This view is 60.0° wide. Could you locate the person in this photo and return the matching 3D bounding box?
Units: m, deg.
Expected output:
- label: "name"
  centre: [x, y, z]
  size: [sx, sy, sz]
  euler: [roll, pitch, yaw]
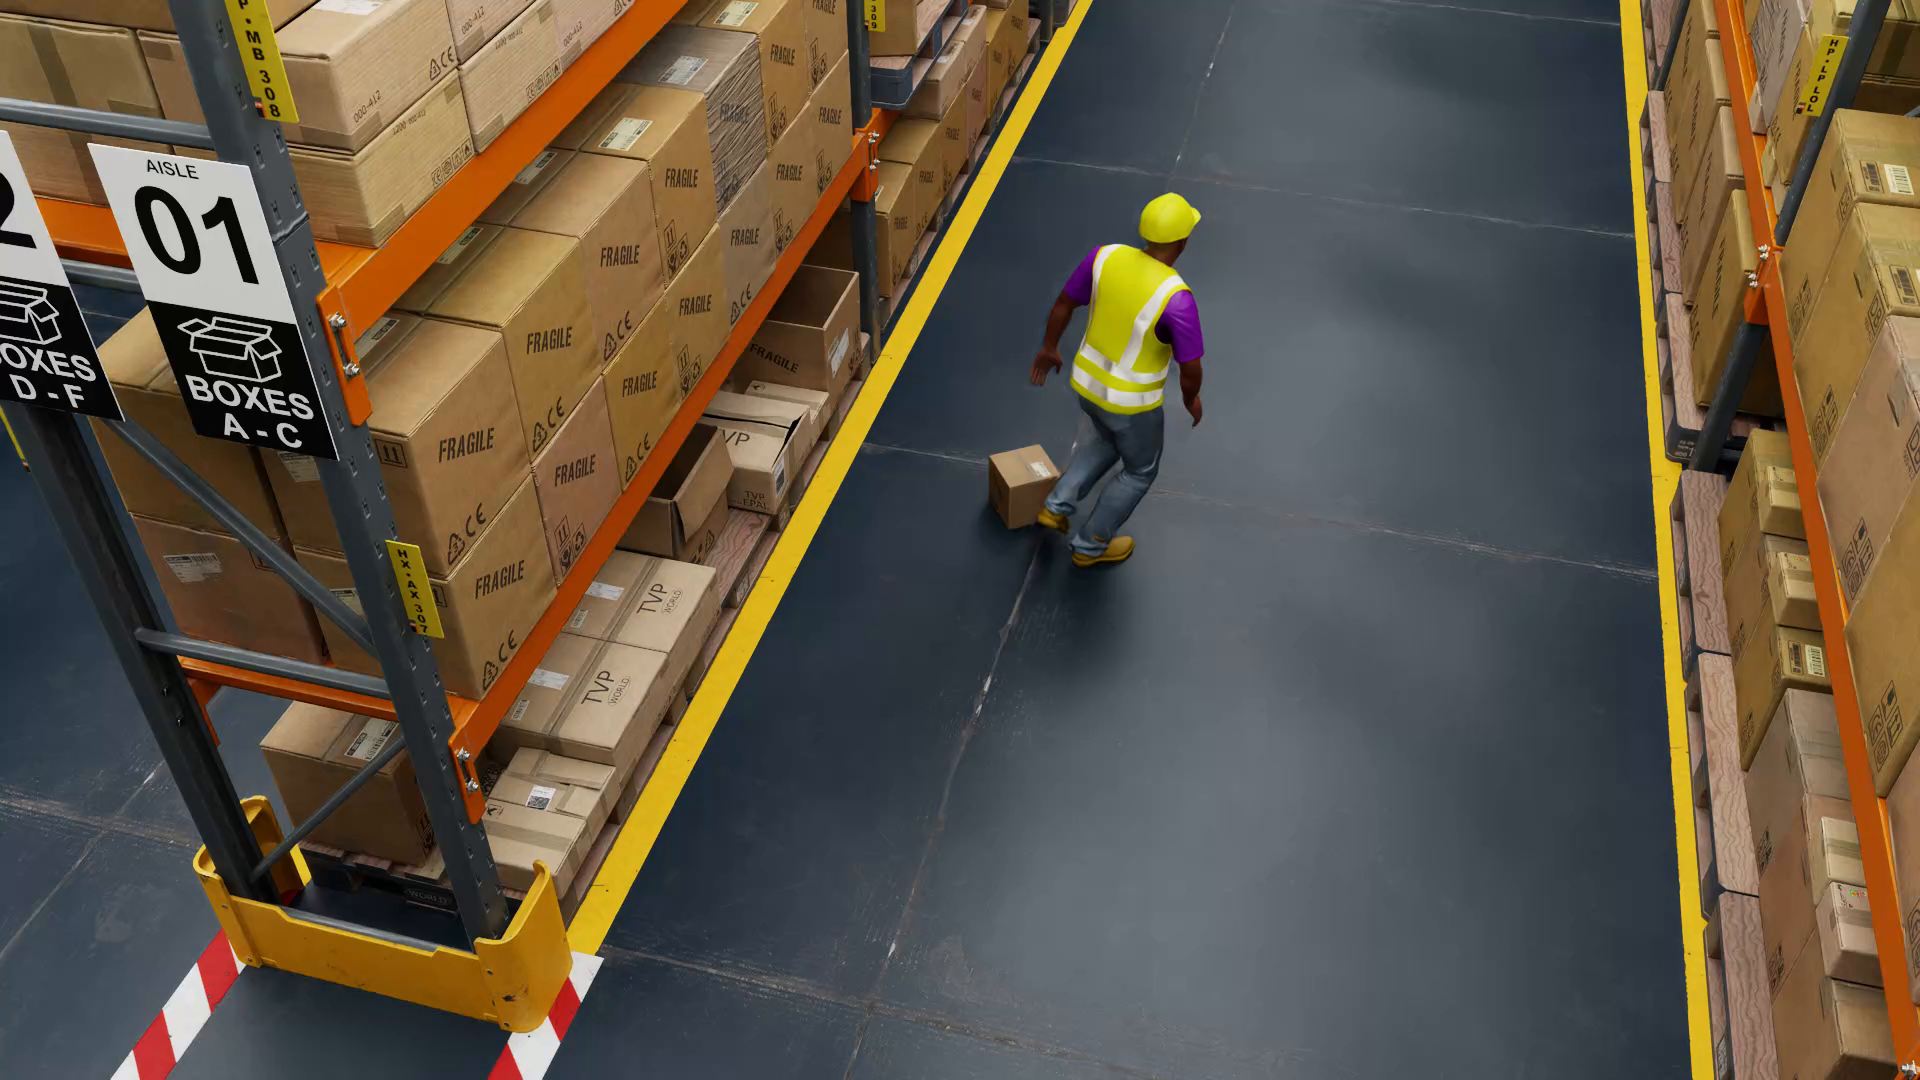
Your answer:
- label: "person"
  centre: [0.656, -0.645, 6.961]
  size: [0.698, 1.665, 0.735]
  euler: [-24, 46, -25]
